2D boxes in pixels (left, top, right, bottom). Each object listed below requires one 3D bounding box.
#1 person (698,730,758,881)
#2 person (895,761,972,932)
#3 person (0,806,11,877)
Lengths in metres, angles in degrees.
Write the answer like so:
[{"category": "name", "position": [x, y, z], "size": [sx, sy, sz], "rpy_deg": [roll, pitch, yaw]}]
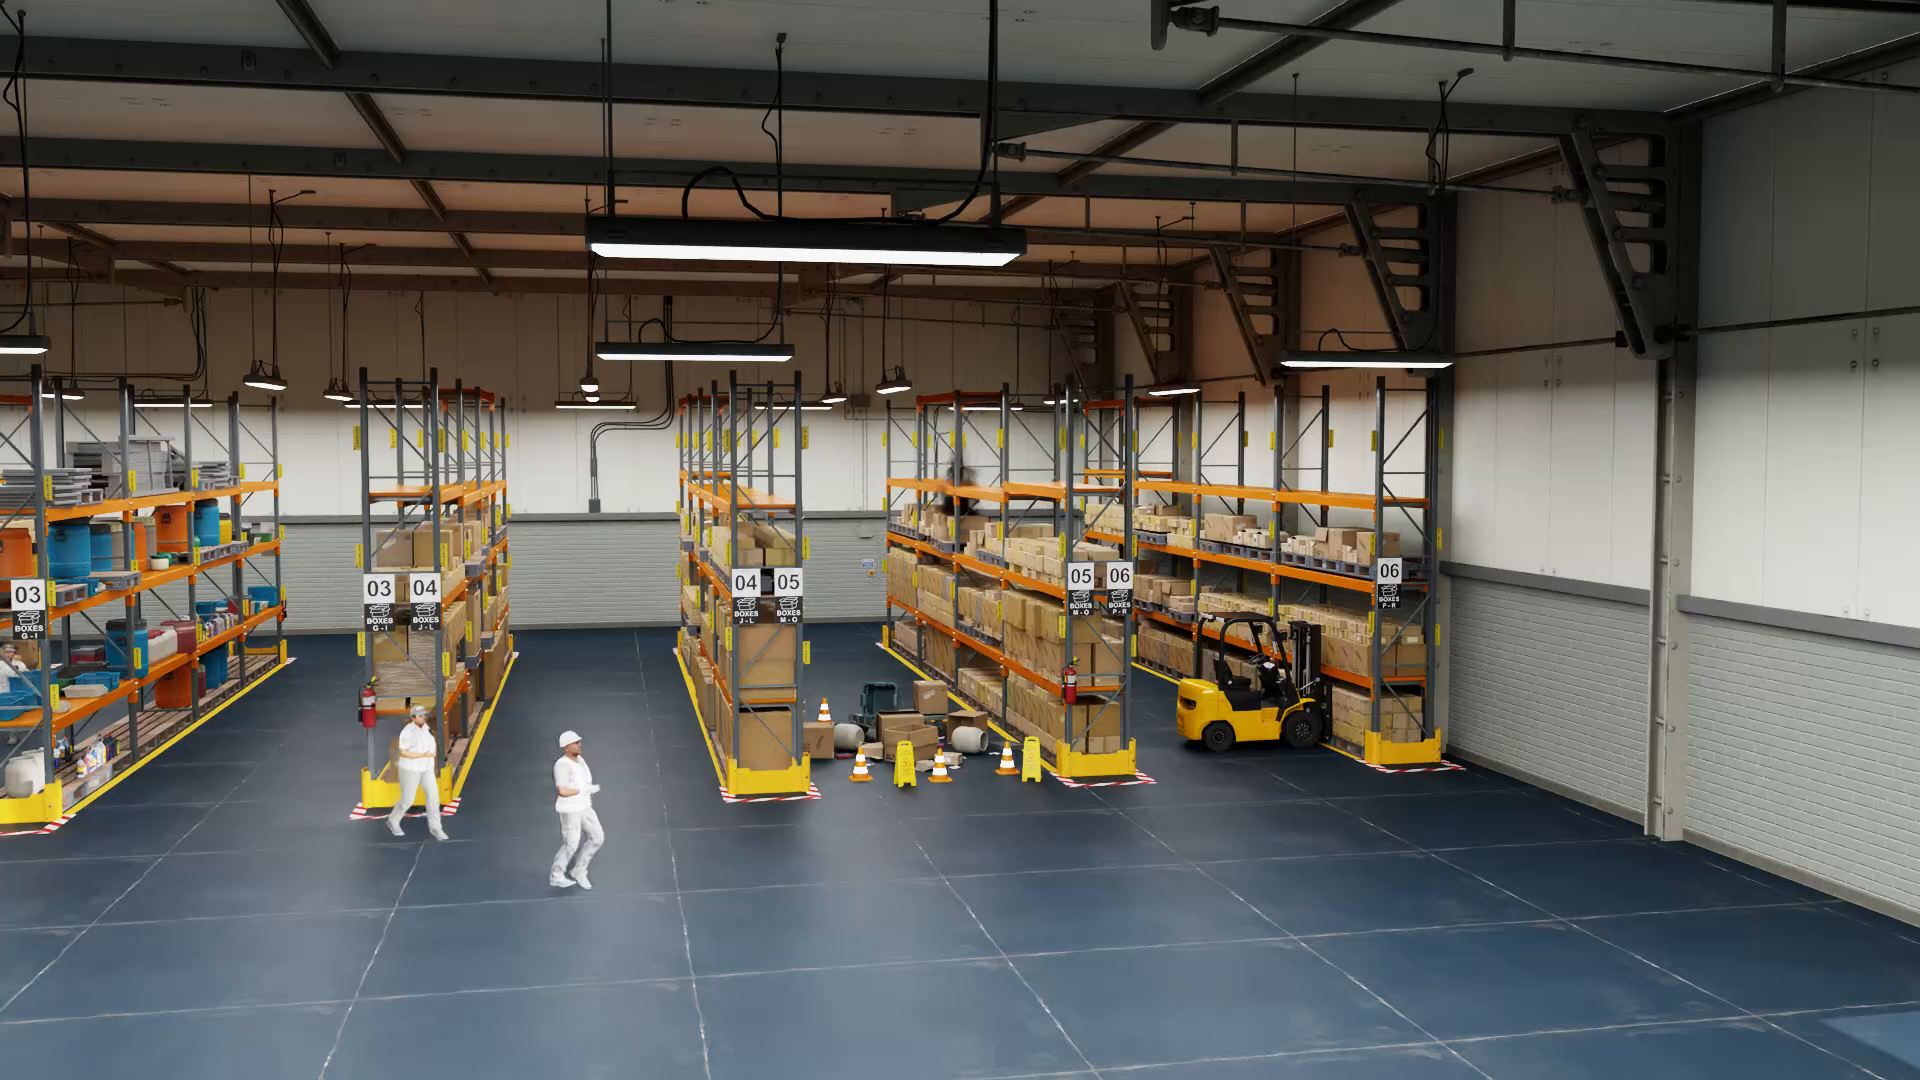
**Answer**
[{"category": "person", "position": [-2.651, 3.043, 19.110], "size": [0.722, 1.718, 0.575], "rpy_deg": [1, 4, 18]}, {"category": "person", "position": [-0.257, 3.122, 16.979], "size": [0.784, 1.741, 0.670], "rpy_deg": [1, 3, 12]}, {"category": "person", "position": [-10.456, 3.136, 17.775], "size": [0.552, 1.624, 0.580], "rpy_deg": [1, 3, 9]}]
